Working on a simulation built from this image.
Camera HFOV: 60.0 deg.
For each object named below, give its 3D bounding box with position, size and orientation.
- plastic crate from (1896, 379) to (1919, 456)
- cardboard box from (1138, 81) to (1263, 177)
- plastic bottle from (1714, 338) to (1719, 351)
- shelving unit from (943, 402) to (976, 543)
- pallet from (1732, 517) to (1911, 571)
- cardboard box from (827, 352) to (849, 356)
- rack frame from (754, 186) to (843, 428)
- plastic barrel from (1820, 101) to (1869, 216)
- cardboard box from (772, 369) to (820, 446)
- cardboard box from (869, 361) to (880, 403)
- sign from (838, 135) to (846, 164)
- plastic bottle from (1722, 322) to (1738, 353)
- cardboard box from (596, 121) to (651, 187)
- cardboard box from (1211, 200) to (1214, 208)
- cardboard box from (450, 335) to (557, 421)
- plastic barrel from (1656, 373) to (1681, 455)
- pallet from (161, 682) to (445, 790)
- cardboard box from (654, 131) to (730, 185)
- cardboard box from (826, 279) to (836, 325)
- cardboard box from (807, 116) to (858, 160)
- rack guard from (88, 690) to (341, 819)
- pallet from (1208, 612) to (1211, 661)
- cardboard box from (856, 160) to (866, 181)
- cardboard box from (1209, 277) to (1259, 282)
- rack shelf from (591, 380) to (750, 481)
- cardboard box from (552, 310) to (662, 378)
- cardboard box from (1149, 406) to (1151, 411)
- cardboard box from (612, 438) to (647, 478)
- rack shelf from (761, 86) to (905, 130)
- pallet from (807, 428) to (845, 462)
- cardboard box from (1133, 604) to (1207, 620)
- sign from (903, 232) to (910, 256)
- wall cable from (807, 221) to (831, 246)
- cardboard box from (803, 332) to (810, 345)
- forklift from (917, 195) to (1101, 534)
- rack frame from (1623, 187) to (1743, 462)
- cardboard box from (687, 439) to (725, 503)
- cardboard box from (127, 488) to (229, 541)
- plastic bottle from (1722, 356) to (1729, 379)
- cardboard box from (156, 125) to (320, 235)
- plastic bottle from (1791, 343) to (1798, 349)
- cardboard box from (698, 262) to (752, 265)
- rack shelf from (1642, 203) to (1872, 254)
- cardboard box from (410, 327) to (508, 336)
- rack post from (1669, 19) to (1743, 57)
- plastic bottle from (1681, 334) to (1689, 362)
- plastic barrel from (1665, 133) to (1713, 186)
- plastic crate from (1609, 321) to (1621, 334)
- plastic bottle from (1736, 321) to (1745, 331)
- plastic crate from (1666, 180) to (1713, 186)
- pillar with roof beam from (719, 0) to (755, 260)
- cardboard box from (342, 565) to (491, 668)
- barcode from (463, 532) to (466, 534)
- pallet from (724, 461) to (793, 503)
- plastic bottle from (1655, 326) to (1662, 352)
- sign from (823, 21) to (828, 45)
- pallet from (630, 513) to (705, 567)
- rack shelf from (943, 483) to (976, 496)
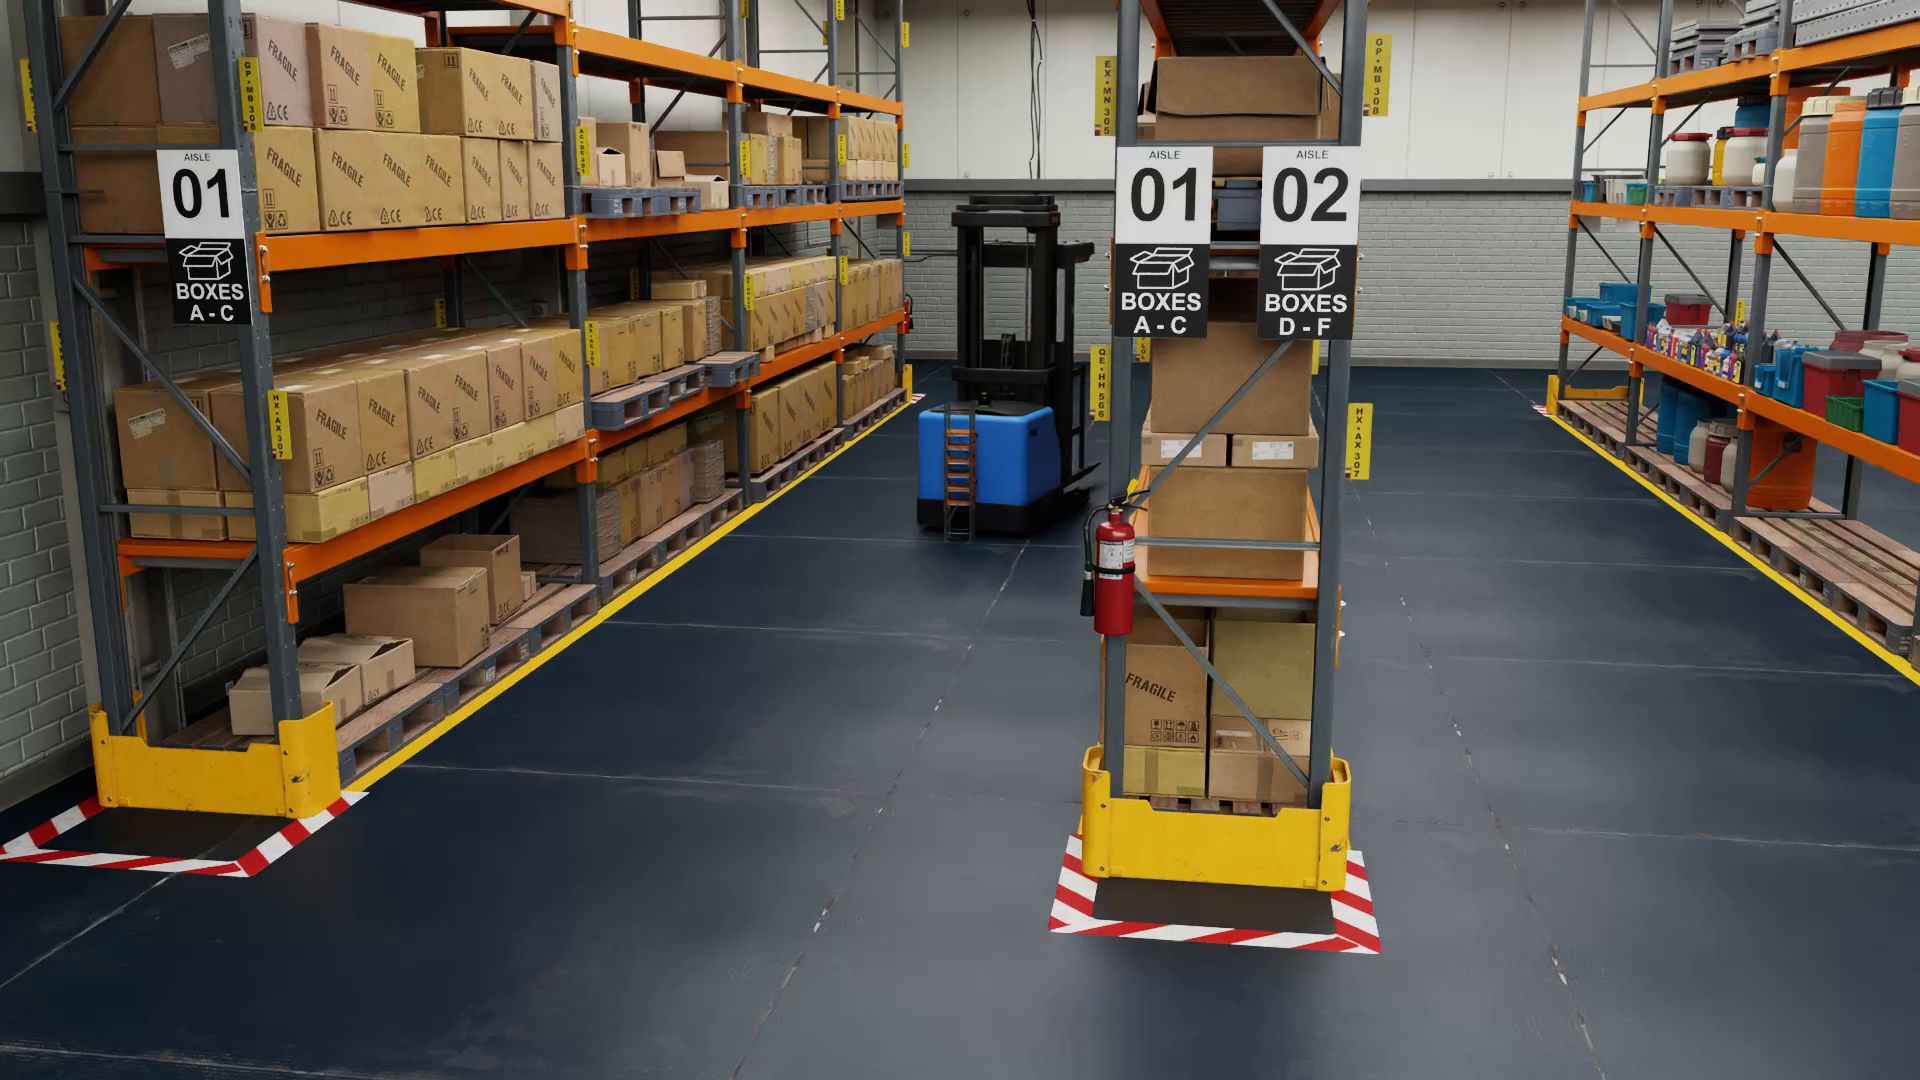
[{"bbox_3d":[6.431,-0.791,10.890,0.402,0.464,0.583,2,12,9],"label":"plastic crate"},{"bbox_3d":[1.387,-2.262,9.174,0.797,0.503,0.637,3,13,15],"label":"cardboard box"},{"bbox_3d":[7.261,-1.794,15.975,0.061,0.283,0.133,2,12,9],"label":"plastic bottle"},{"bbox_3d":[-0.002,-0.584,14.353,0.258,1.200,0.189,2,12,9],"label":"shelving unit"},{"bbox_3d":[7.116,0.042,13.798,1.003,0.211,1.213,2,12,9],"label":"pallet"},{"bbox_3d":[-1.665,-2.388,21.849,0.380,0.149,0.250,2,12,9],"label":"cardboard box"},{"bbox_3d":[-1.900,-2.635,19.600,1.000,3.000,0.127,2,12,9],"label":"rack frame"},{"bbox_3d":[6.833,-2.858,12.493,0.600,0.830,0.708,2,12,9],"label":"plastic barrel"},{"bbox_3d":[-2.005,-1.465,18.276,0.750,0.750,0.750,2,12,10],"label":"cardboard box"},{"bbox_3d":[-1.447,-2.093,22.023,0.700,0.500,0.500,1,12,7],"label":"cardboard box"},{"bbox_3d":[-1.362,-4.492,19.124,0.100,0.325,0.005,2,12,9],"label":"sign"},{"bbox_3d":[7.900,-2.054,17.022,0.144,0.351,0.185,2,12,9],"label":"plastic bottle"},{"bbox_3d":[-2.778,-3.058,13.209,0.500,0.500,0.500,1,12,7],"label":"cardboard box"},{"bbox_3d":[2.414,-3.250,15.095,0.910,0.500,0.500,2,12,9],"label":"cardboard box"},{"bbox_3d":[-2.969,-1.060,10.821,0.500,0.500,0.500,2,12,8],"label":"cardboard box"},{"bbox_3d":[7.789,-1.381,17.765,0.600,0.901,0.708,2,12,9],"label":"plastic barrel"},{"bbox_3d":[-3.574,1.042,9.156,1.003,0.211,1.213,2,12,9],"label":"pallet"},{"bbox_3d":[-2.499,-3.634,15.832,0.700,0.500,0.500,1,12,4],"label":"cardboard box"},{"bbox_3d":[-1.722,-2.735,19.072,0.500,0.500,0.500,2,12,8],"label":"cardboard box"},{"bbox_3d":[-1.513,-4.788,19.813,0.500,0.500,0.500,2,12,8],"label":"cardboard box"},{"bbox_3d":[-3.734,1.069,8.346,1.175,0.500,0.348,2,12,9],"label":"rack guard"},{"bbox_3d":[1.601,0.717,10.664,1.003,0.211,1.213,2,12,9],"label":"pallet"},{"bbox_3d":[-1.441,-4.523,20.363,0.500,0.250,0.500,2,12,7],"label":"cardboard box"},{"bbox_3d":[1.703,-1.400,10.555,0.700,0.500,0.500,2,12,9],"label":"cardboard box"},{"bbox_3d":[-2.823,-1.034,13.880,1.077,0.370,4.000,2,12,9],"label":"rack shelf"},{"bbox_3d":[-2.855,-1.593,13.482,0.700,0.500,0.500,4,13,16],"label":"cardboard box"},{"bbox_3d":[1.139,-0.589,8.330,0.380,0.149,0.250,2,12,9],"label":"cardboard box"},{"bbox_3d":[-2.893,-0.683,13.653,0.500,0.250,0.500,2,12,7],"label":"cardboard box"},{"bbox_3d":[-1.593,-5.437,21.018,1.077,0.370,4.000,2,12,9],"label":"rack shelf"},{"bbox_3d":[-1.944,-1.109,19.137,1.003,0.211,1.213,2,12,9],"label":"pallet"},{"bbox_3d":[1.077,0.465,8.965,0.500,0.500,0.500,2,12,9],"label":"cardboard box"},{"bbox_3d":[-0.751,-4.129,23.222,0.100,0.325,0.005,2,12,9],"label":"sign"},{"bbox_3d":[-2.023,-4.262,24.736,0.084,1.984,1.851,2,12,9],"label":"wall cable"},{"bbox_3d":[-1.858,-2.231,18.275,0.380,0.149,0.250,2,12,9],"label":"cardboard box"},{"bbox_3d":[0.612,-1.757,15.689,1.130,2.935,3.031,5,13,20],"label":"forklift"},{"bbox_3d":[7.889,-2.314,18.111,1.000,3.000,0.127,2,12,9],"label":"rack frame"},{"bbox_3d":[-2.575,-0.644,15.250,0.700,0.500,0.500,2,12,9],"label":"cardboard box"},{"bbox_3d":[-3.865,-0.177,8.503,0.500,0.250,0.500,2,12,9],"label":"cardboard box"},{"bbox_3d":[7.001,-1.574,15.148,0.097,0.201,0.097,0,12,0],"label":"plastic bottle"},{"bbox_3d":[-3.447,-1.724,7.966,0.500,0.500,0.500,2,12,10],"label":"cardboard box"},{"bbox_3d":[7.847,-1.714,15.631,0.097,0.271,0.097,0,12,0],"label":"plastic bottle"},{"bbox_3d":[-2.459,-2.796,17.577,0.500,0.250,0.500,2,12,7],"label":"cardboard box"},{"bbox_3d":[7.581,-3.012,15.939,1.077,0.370,4.000,2,12,9],"label":"rack shelf"},{"bbox_3d":[-3.409,-1.182,11.385,0.500,0.500,0.500,2,12,7],"label":"cardboard box"},{"bbox_3d":[7.729,-5.035,16.678,0.937,0.300,0.954,2,12,8],"label":"rack post"},{"bbox_3d":[7.218,-1.903,16.508,0.097,0.271,0.097,0,12,0],"label":"plastic bottle"},{"bbox_3d":[7.560,-3.951,17.265,0.433,0.535,0.433,0,12,0],"label":"plastic barrel"},{"bbox_3d":[7.796,-2.451,19.255,0.437,0.125,0.590,2,12,9],"label":"plastic crate"},{"bbox_3d":[8.071,-2.088,17.179,0.144,0.351,0.185,2,12,9],"label":"plastic bottle"},{"bbox_3d":[8.351,-3.966,18.967,0.497,0.269,0.590,2,12,9],"label":"plastic crate"},{"bbox_3d":[1.607,-5.602,19.127,9.100,9.000,0.400,2,12,9],"label":"pillar with roof beam"},{"bbox_3d":[-3.300,0.459,10.133,0.700,0.500,0.500,1,12,5],"label":"cardboard box"},{"bbox_3d":[-3.451,-0.015,11.571,0.001,0.075,0.075,2,12,9],"label":"barcode"},{"bbox_3d":[-2.320,-0.601,16.780,1.003,0.211,1.213,2,12,9],"label":"pallet"},{"bbox_3d":[7.376,-2.116,17.497,0.097,0.271,0.097,0,12,0],"label":"plastic bottle"},{"bbox_3d":[-1.832,-6.954,22.806,0.100,0.325,0.005,2,12,9],"label":"sign"},{"bbox_3d":[-2.827,-0.023,14.101,1.003,0.211,1.213,2,12,9],"label":"pallet"},{"bbox_3d":[-0.002,-0.423,14.388,0.258,0.103,0.180,2,12,9],"label":"rack shelf"}]
